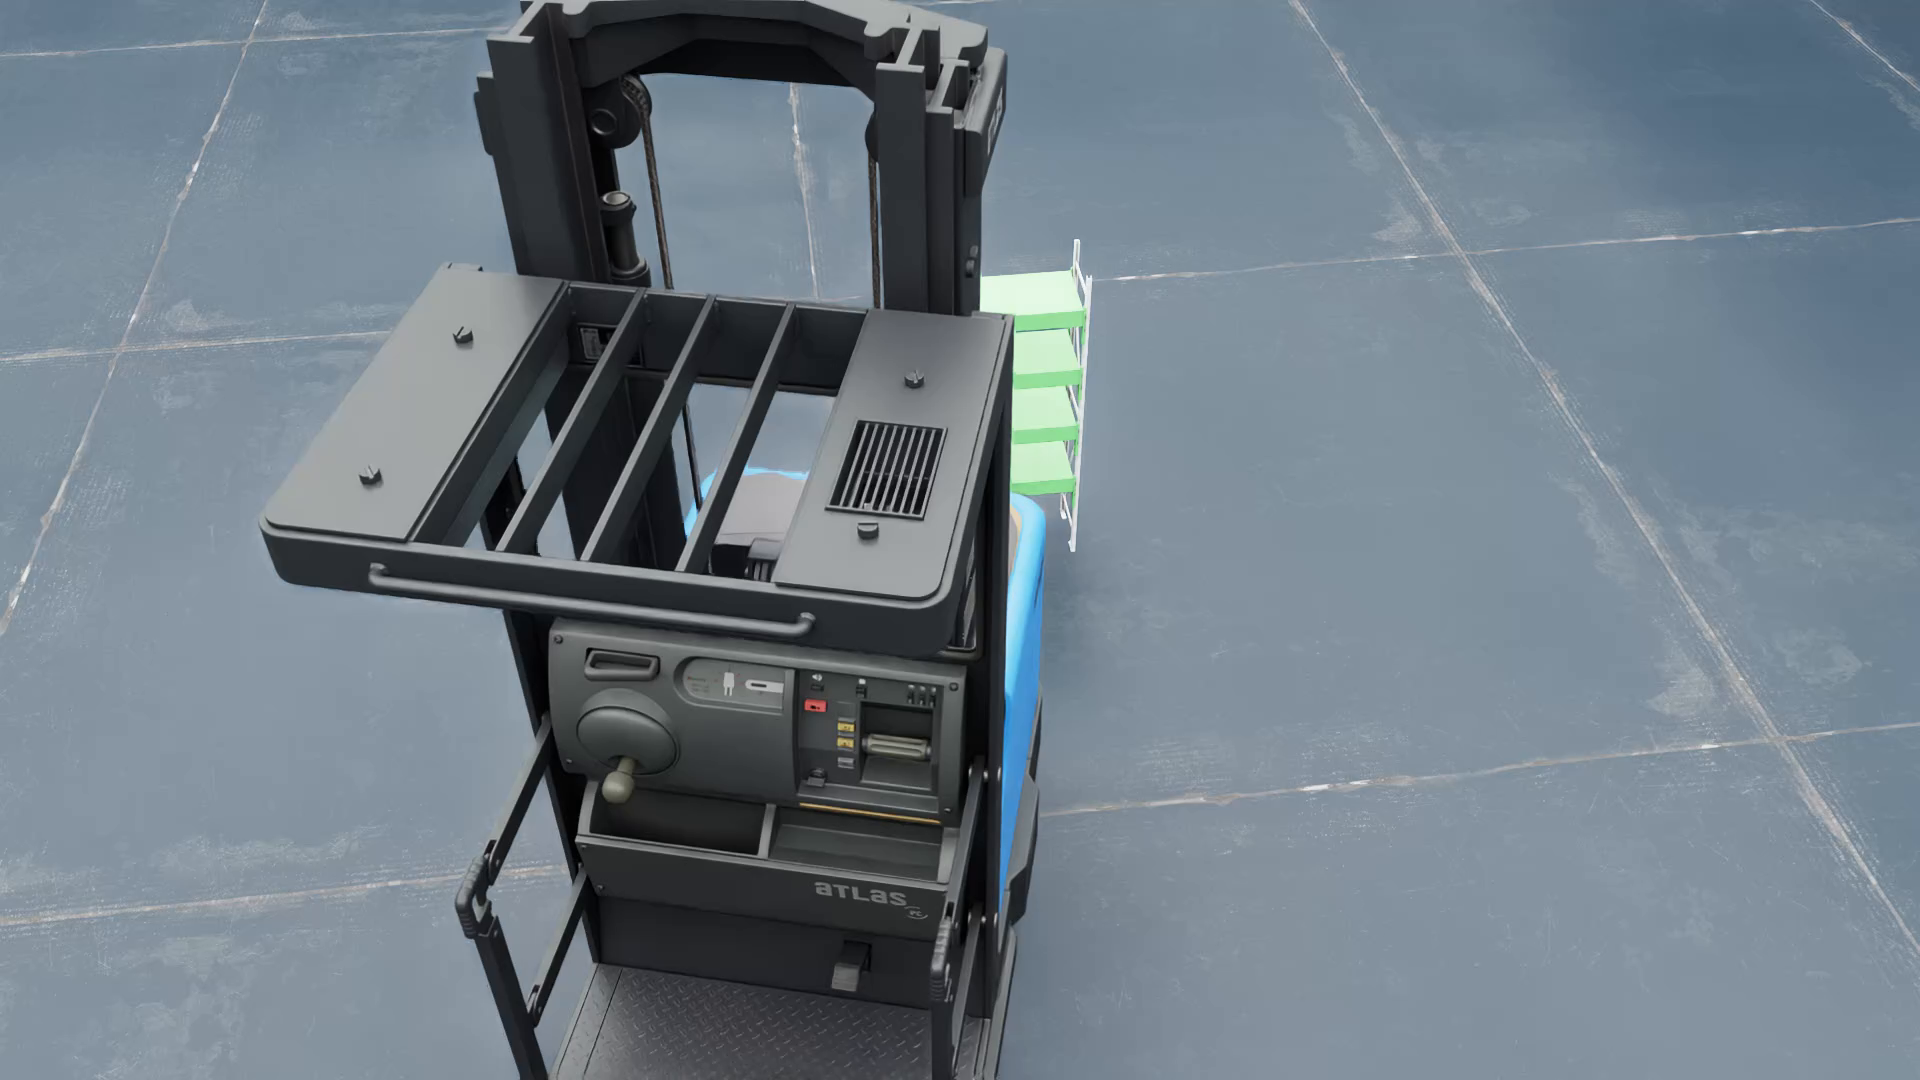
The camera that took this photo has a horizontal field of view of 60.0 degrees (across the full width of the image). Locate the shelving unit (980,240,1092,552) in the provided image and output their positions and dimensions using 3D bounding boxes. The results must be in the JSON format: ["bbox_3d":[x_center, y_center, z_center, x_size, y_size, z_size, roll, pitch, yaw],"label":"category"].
[{"bbox_3d":[0.164,-0.460,5.864,0.503,1.200,0.258,-5,42,-6],"label":"shelving unit"}]

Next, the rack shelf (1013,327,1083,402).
[{"bbox_3d":[0.164,-0.591,5.746,0.480,0.148,0.258,-5,42,-6],"label":"rack shelf"}]

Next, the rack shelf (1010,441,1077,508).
[{"bbox_3d":[0.164,-0.234,6.068,0.480,0.148,0.258,-5,42,-6],"label":"rack shelf"}]

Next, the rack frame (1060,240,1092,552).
[{"bbox_3d":[0.406,-0.481,5.888,0.015,1.200,0.240,-5,42,-6],"label":"rack frame"}]

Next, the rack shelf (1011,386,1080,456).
[{"bbox_3d":[0.164,-0.412,5.907,0.480,0.148,0.258,-5,42,-6],"label":"rack shelf"}]

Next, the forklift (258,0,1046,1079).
[{"bbox_3d":[-0.485,0.501,3.506,1.130,2.935,3.031,6,42,7],"label":"forklift"}]

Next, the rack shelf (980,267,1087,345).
[{"bbox_3d":[0.164,-0.769,5.585,0.480,0.148,0.258,-5,42,-6],"label":"rack shelf"}]
